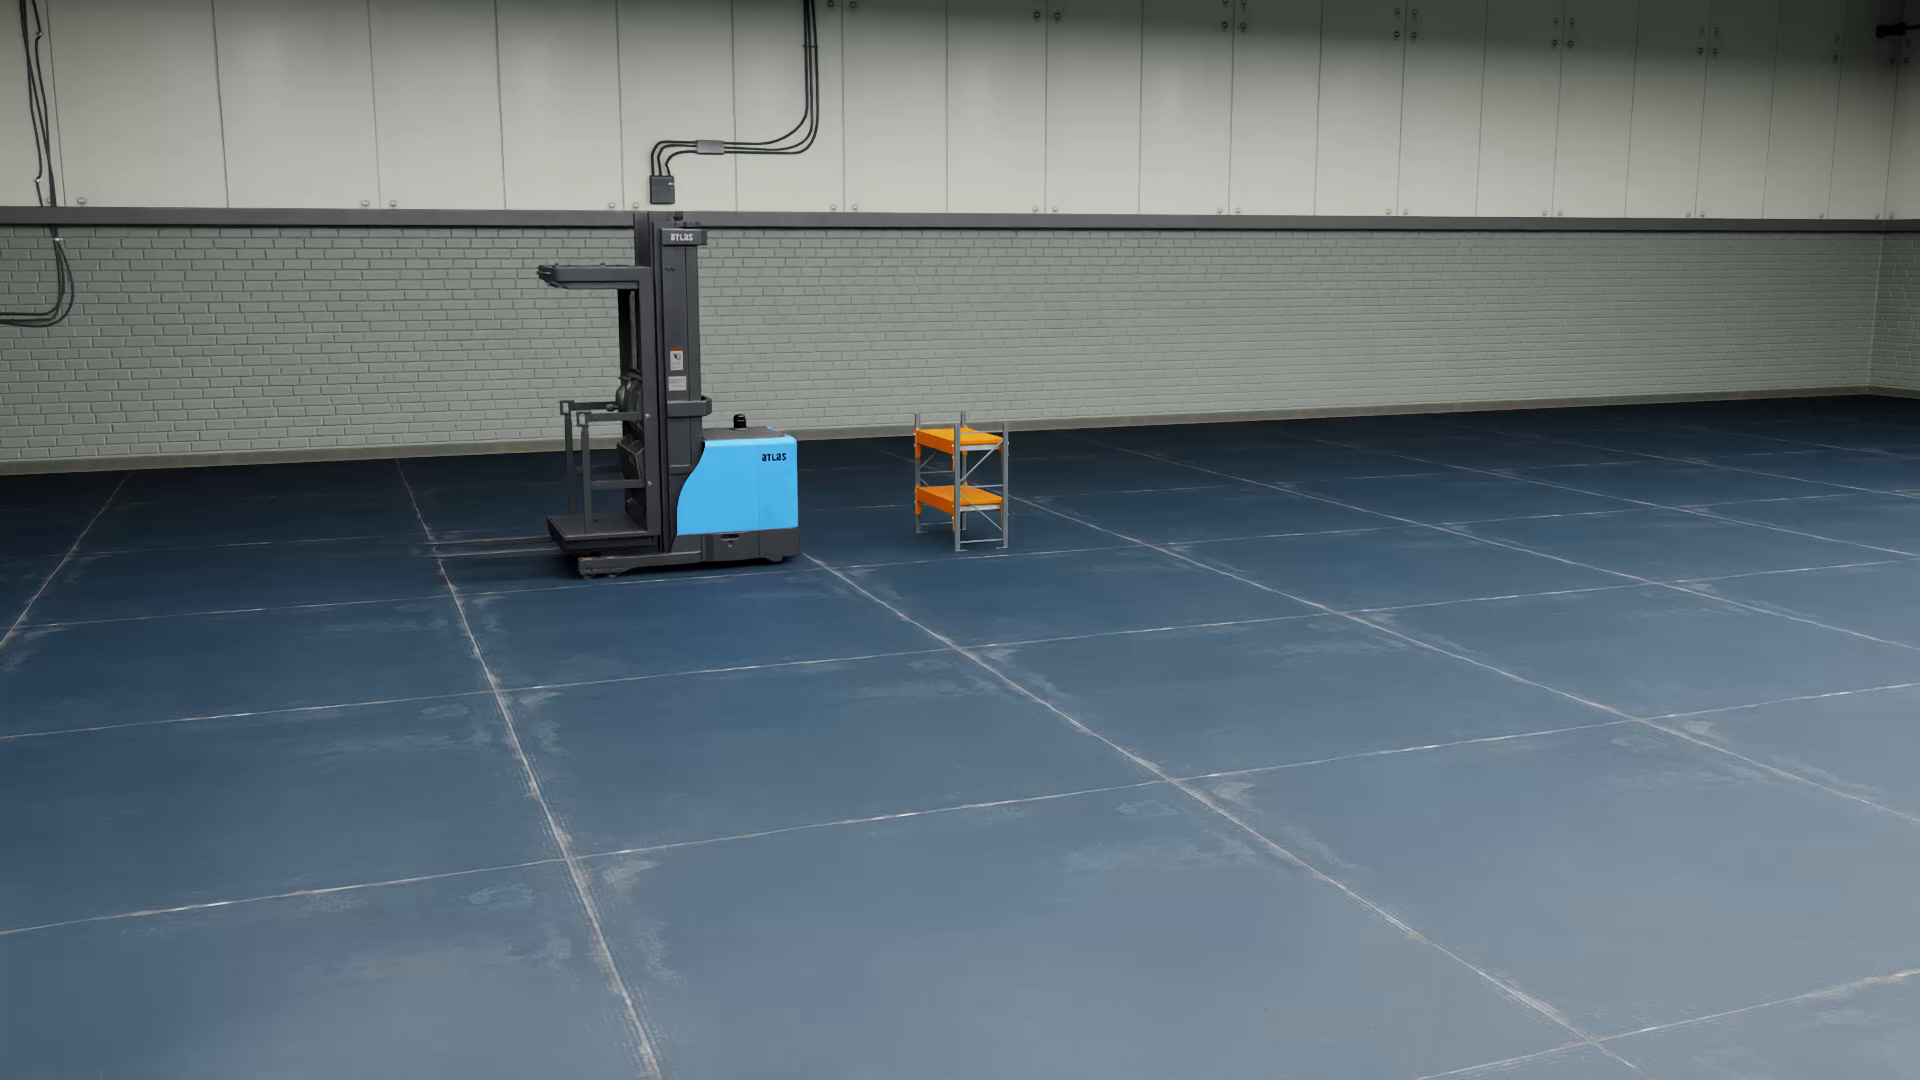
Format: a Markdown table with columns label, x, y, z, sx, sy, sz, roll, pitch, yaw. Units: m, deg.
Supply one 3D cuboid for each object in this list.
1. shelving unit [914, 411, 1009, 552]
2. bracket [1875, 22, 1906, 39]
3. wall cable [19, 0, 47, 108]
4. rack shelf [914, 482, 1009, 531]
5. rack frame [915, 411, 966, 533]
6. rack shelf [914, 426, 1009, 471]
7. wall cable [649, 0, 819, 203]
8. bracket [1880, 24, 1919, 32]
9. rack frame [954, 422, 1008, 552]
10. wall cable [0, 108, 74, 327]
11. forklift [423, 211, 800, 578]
| label | x | y | z | sx | sy | sz | roll | pitch | yaw |
| --- | --- | --- | --- | --- | --- | --- | --- | --- | --- |
| shelving unit | 0.002 | -0.553 | 15.145 | 0.538 | 1.125 | 1.048 | -4 | 11 | -21 |
| bracket | 16.051 | -8.784 | 28.661 | 0.235 | 0.232 | 0.430 | -4 | 11 | -21 |
| wall cable | -9.282 | -6.275 | 19.279 | 3.097 | 2.526 | 0.112 | -4 | 11 | -21 |
| rack shelf | 0.002 | -0.312 | 15.188 | 0.538 | 0.278 | 1.000 | -4 | 11 | -21 |
| rack frame | -0.182 | -0.636 | 15.612 | 0.500 | 1.125 | 0.032 | -4 | 11 | -21 |
| rack shelf | 0.002 | -0.841 | 15.094 | 0.538 | 0.278 | 1.000 | -4 | 11 | -21 |
| wall cable | -2.949 | -7.420 | 21.558 | 2.305 | 6.003 | 0.169 | -4 | 11 | -21 |
| bracket | 16.265 | -8.688 | 28.119 | 0.076 | 0.066 | 3.189 | -4 | 11 | -21 |
| rack frame | 0.187 | -0.470 | 14.679 | 0.500 | 1.125 | 0.032 | -4 | 11 | -21 |
| wall cable | -11.803 | -3.617 | 18.756 | 3.097 | 2.526 | 0.112 | -4 | 11 | -21 |
| forklift | -2.935 | -1.236 | 13.830 | 3.031 | 2.935 | 1.130 | -4 | 11 | -20 |
